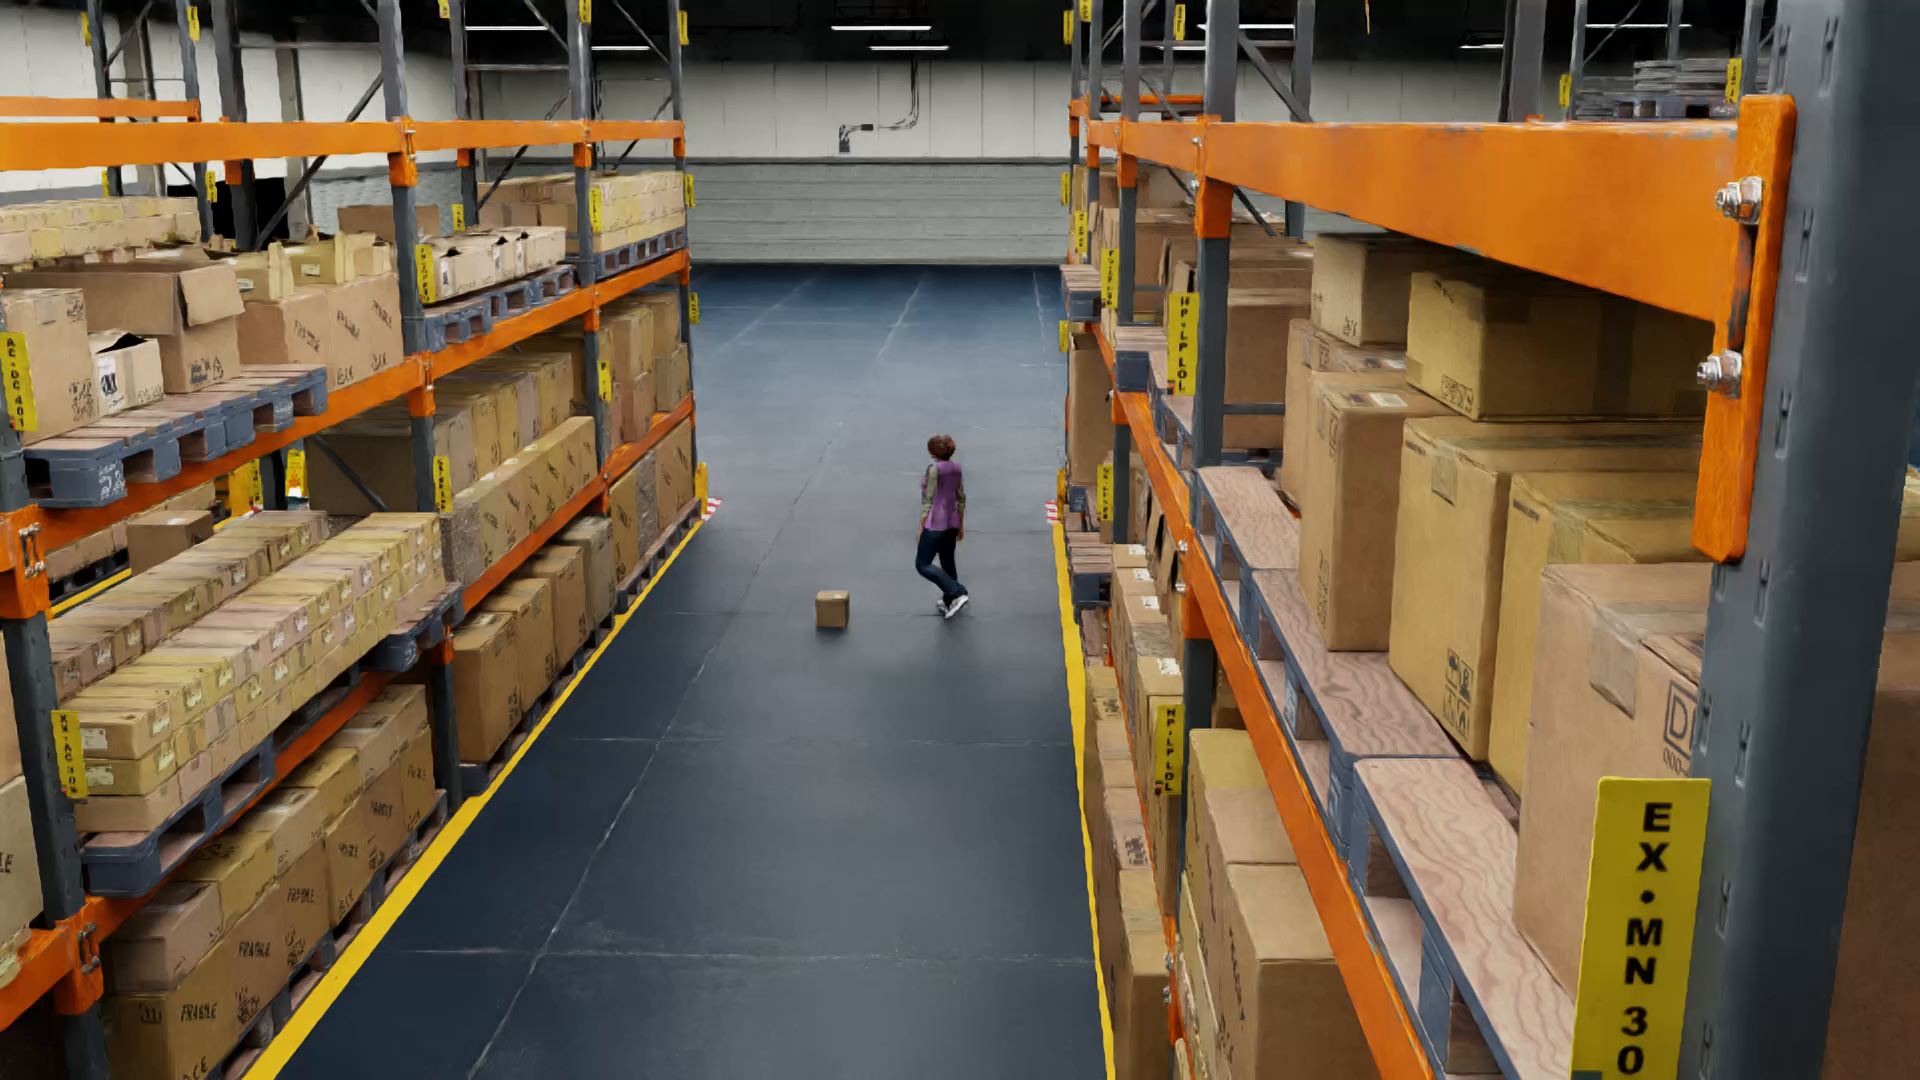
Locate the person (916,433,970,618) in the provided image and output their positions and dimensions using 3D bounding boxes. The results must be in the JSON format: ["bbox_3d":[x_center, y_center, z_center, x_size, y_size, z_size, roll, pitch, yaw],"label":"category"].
[{"bbox_3d":[-0.094,-0.106,13.879,0.575,1.589,0.546,10,17,33],"label":"person"}]
